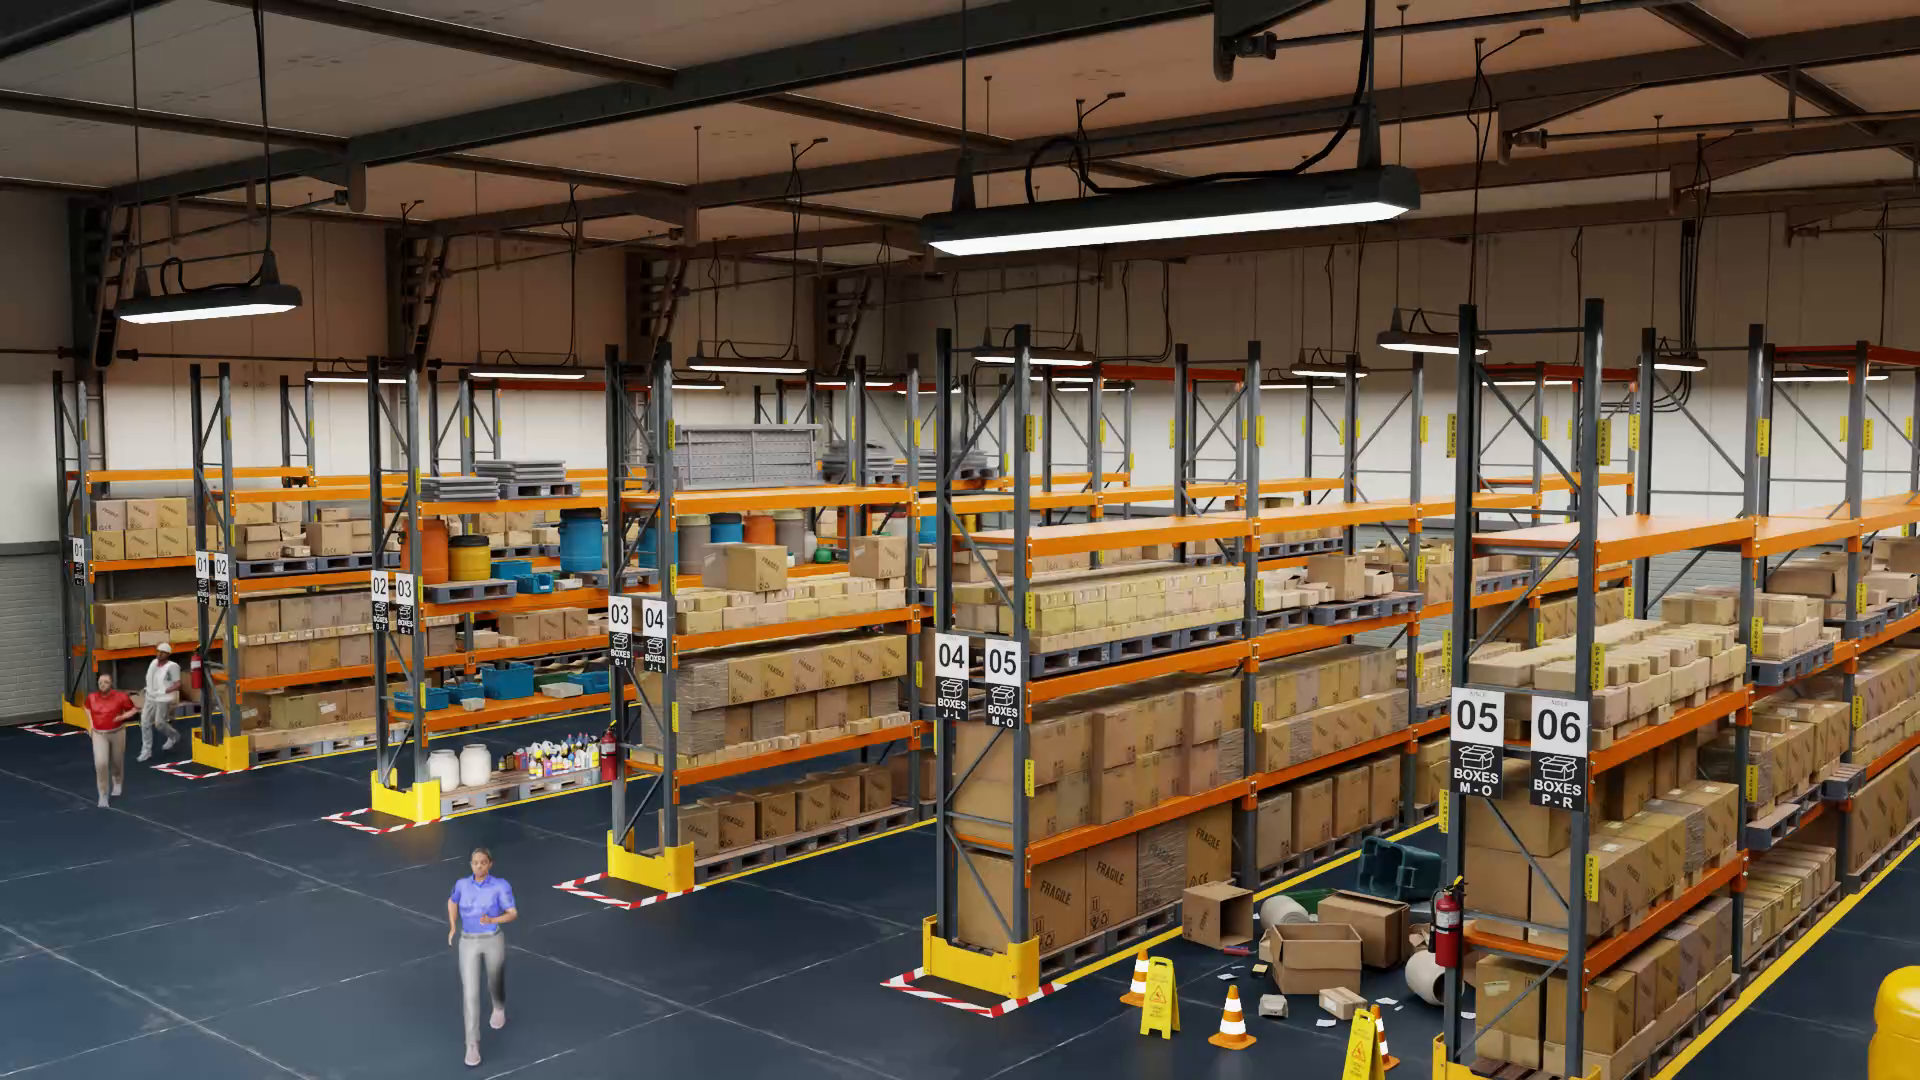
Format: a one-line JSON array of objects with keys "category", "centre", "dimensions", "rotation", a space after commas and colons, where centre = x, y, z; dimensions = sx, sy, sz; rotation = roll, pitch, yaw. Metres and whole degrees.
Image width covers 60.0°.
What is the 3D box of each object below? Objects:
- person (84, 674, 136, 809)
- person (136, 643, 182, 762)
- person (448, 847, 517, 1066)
[{"category": "person", "centre": [-11.477, 2.682, 22.474], "dimensions": [0.654, 1.773, 0.810], "rotation": [-2, 4, -21]}, {"category": "person", "centre": [-12.200, 2.453, 25.457], "dimensions": [0.717, 1.772, 0.833], "rotation": [1, 4, 15]}, {"category": "person", "centre": [-3.918, 3.334, 13.637], "dimensions": [0.576, 1.647, 0.938], "rotation": [-1, 4, -10]}]
